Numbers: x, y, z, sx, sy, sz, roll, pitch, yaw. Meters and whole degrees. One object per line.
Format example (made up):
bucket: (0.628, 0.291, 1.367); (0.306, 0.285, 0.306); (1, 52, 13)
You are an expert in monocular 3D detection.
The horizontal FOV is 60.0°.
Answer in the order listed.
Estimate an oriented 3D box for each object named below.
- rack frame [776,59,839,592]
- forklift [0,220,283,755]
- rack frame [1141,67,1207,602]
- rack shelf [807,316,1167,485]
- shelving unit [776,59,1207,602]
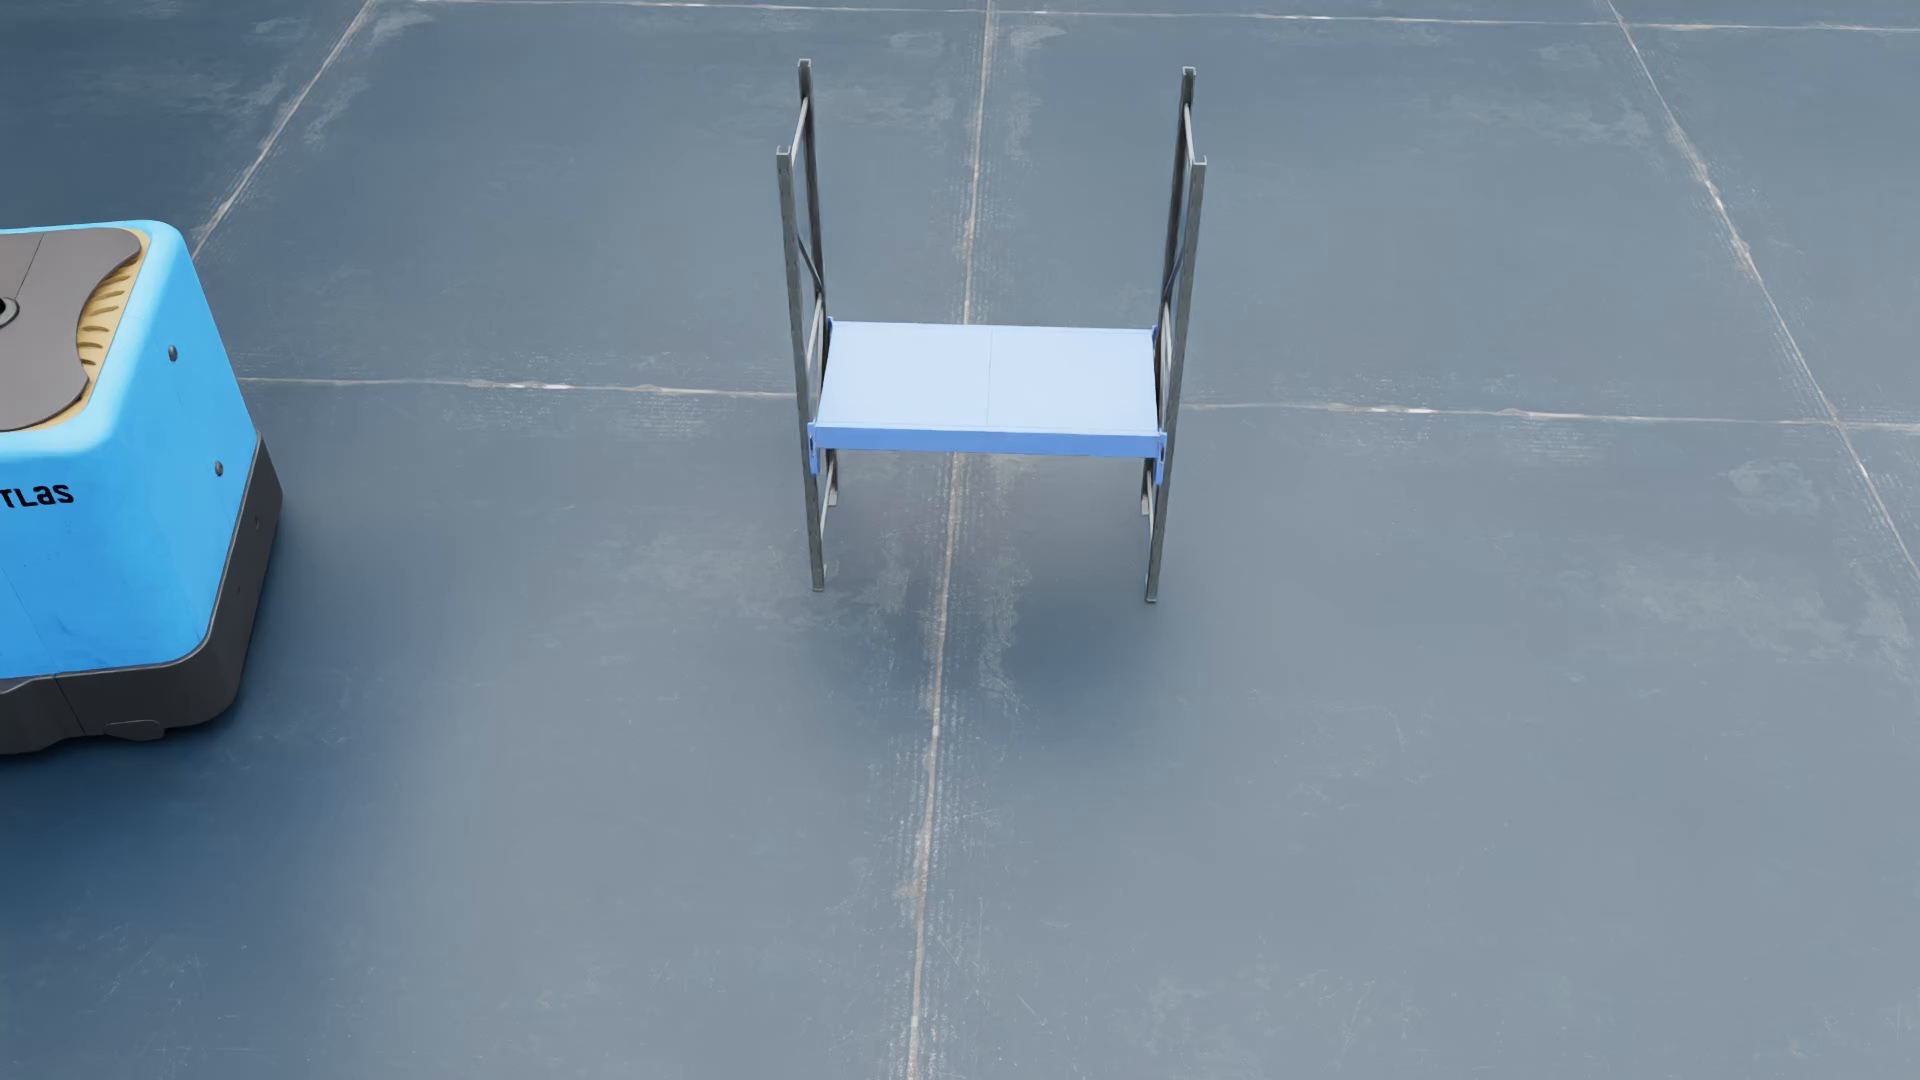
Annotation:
rack frame: (-0.423, -0.562, 4.753); (0.032, 1.500, 0.500); (2, 43, 2)
forklift: (-3.595, -0.727, 3.880); (3.031, 2.935, 1.130); (-5, 43, -6)
rack frame: (0.593, -0.531, 4.719); (0.032, 1.500, 0.500); (2, 43, 2)
rack shelf: (0.085, -0.415, 4.859); (1.000, 0.185, 0.538); (2, 43, 2)
shelving unit: (0.085, -0.546, 4.736); (1.048, 1.500, 0.538); (2, 43, 2)
